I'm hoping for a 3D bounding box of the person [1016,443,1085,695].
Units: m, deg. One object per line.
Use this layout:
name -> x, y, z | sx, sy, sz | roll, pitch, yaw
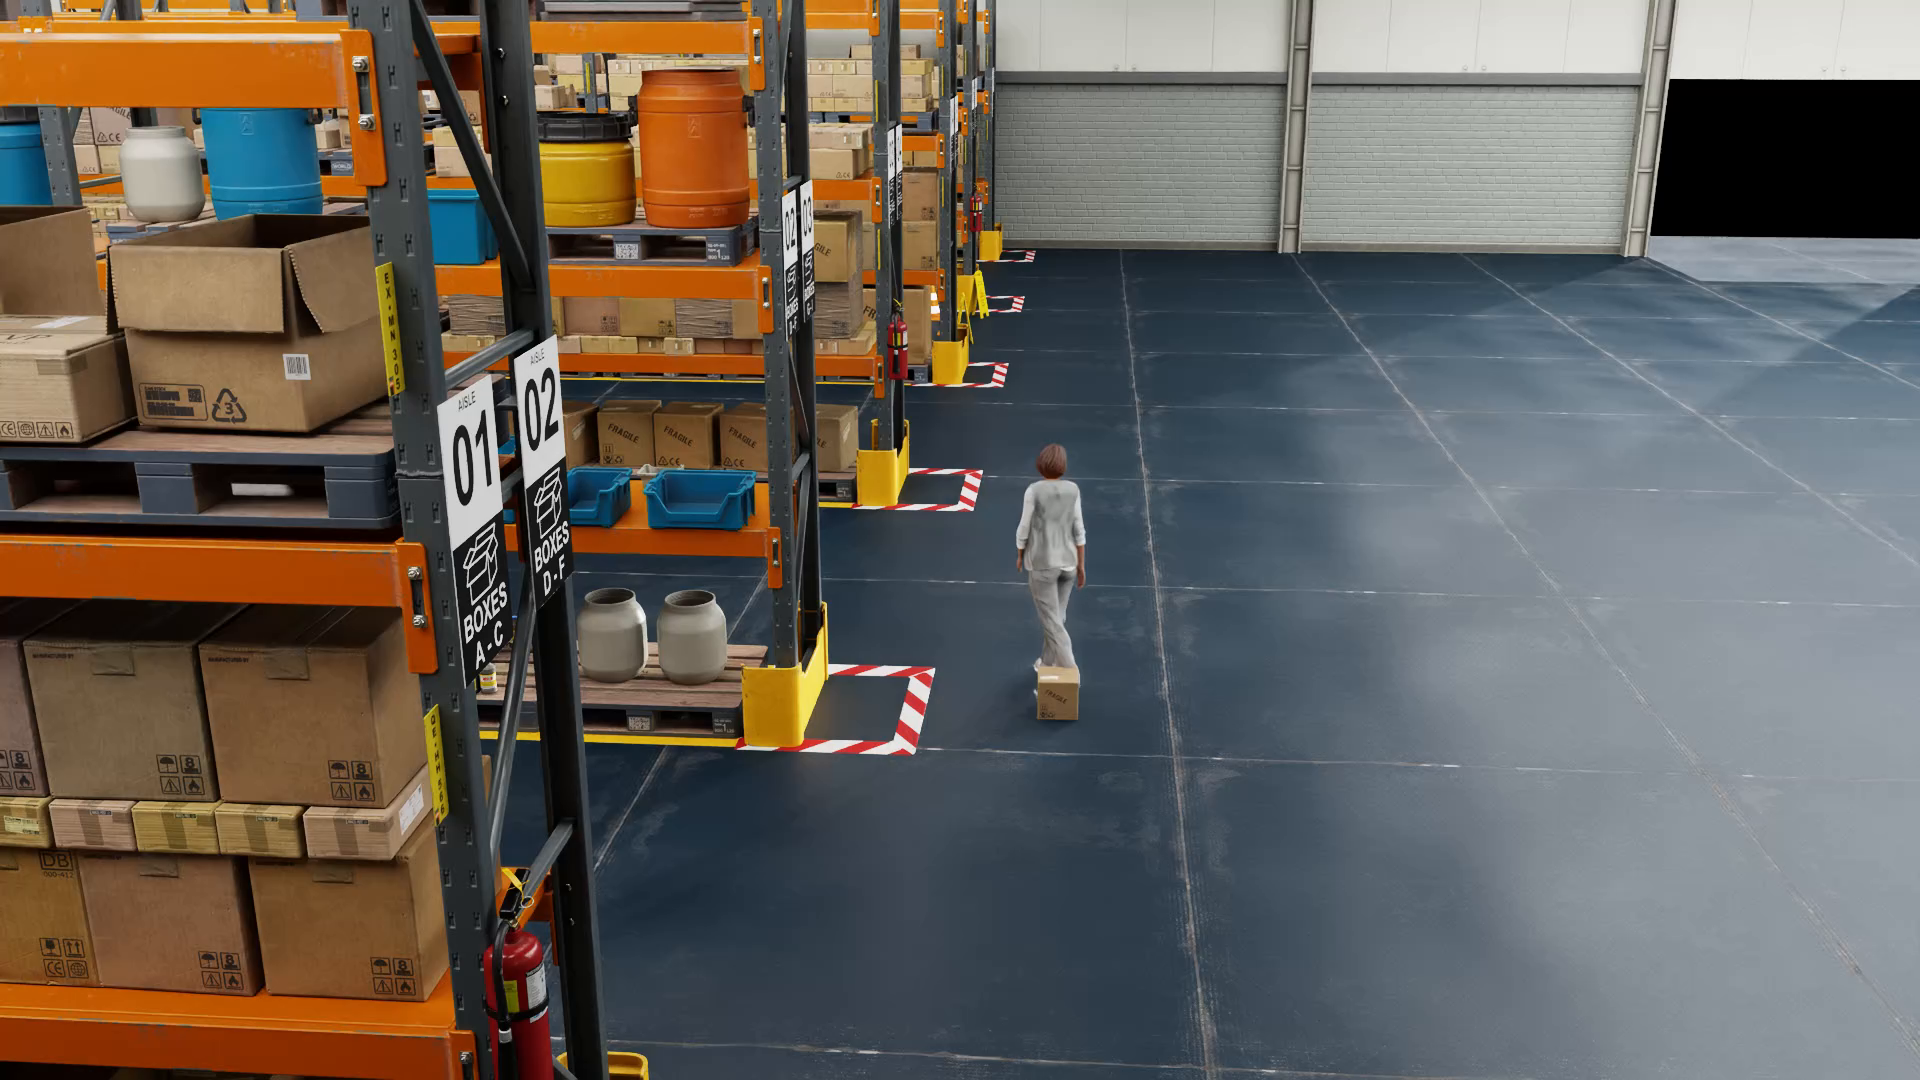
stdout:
person -> 0.590, 0.185, 10.476 | 0.438, 1.583, 0.647 | -8, 20, -24
